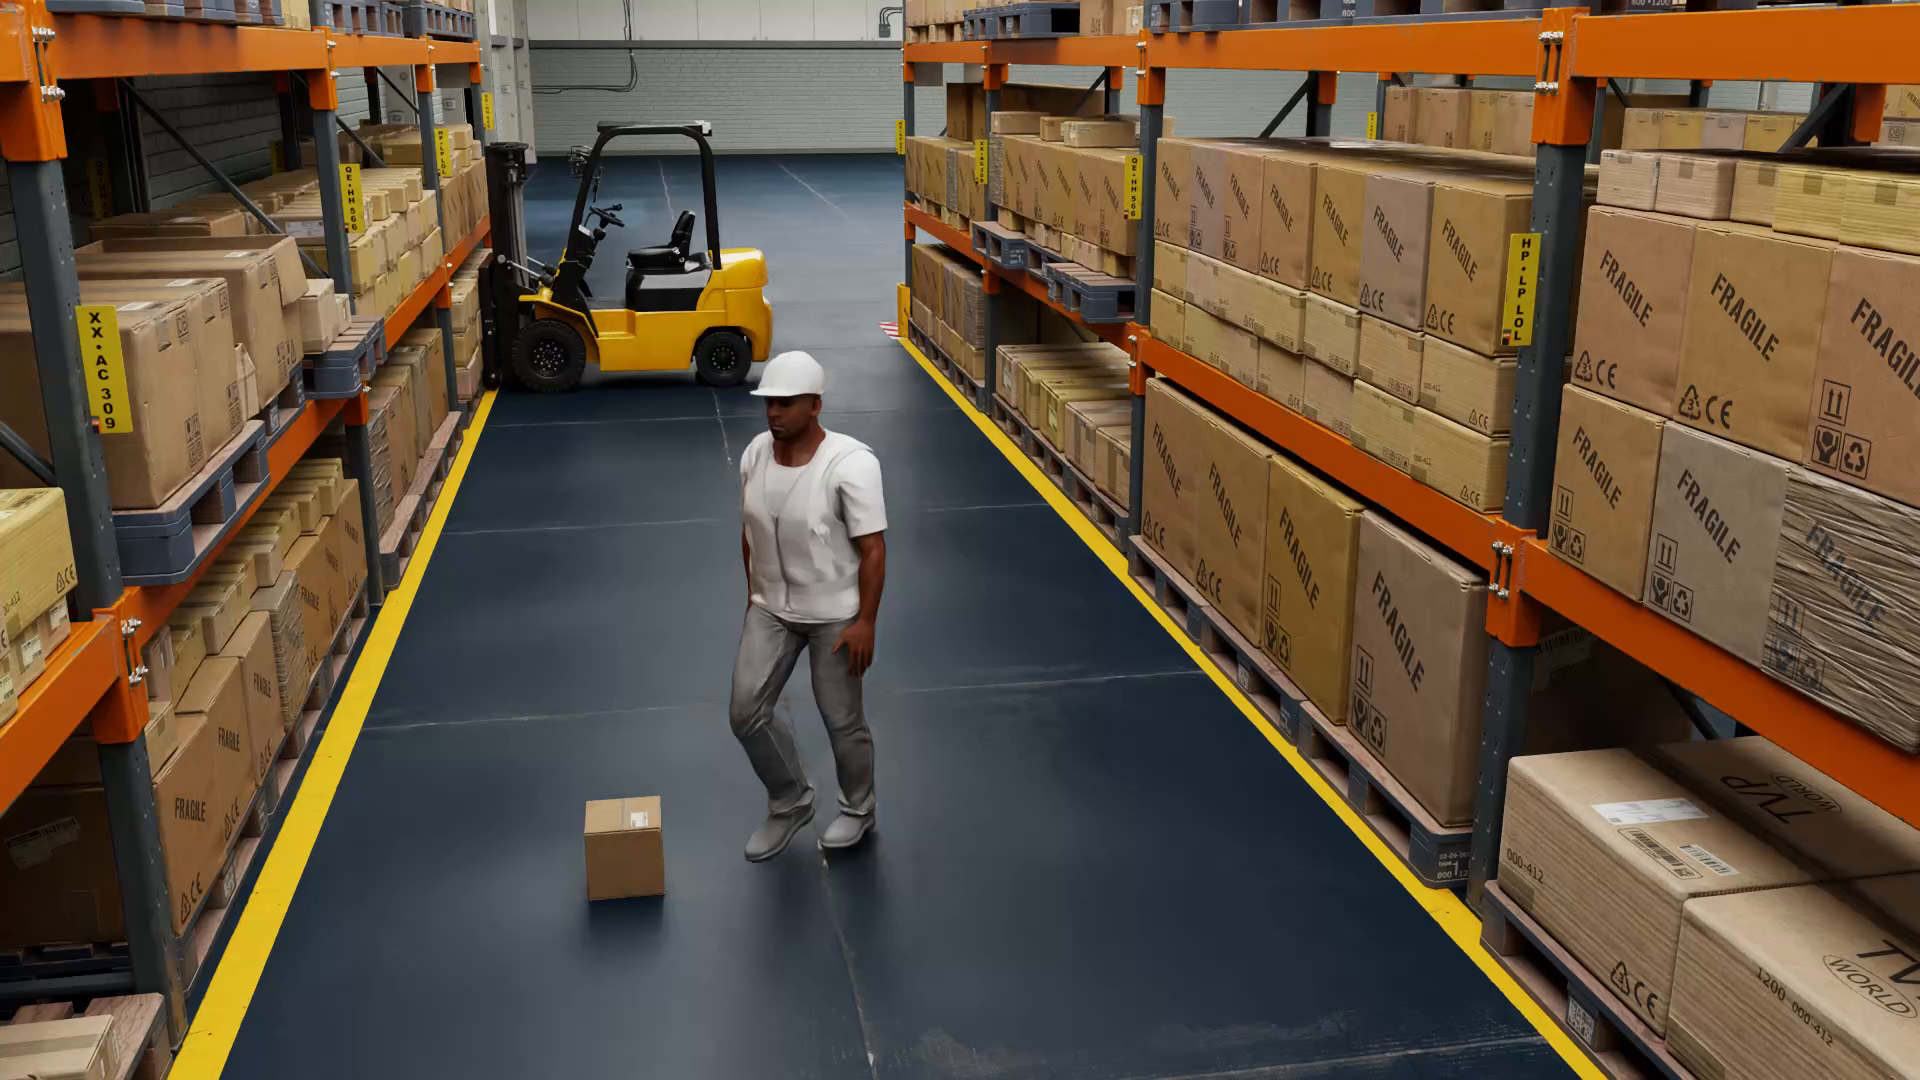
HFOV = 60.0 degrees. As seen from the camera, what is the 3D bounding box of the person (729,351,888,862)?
[{"bbox_3d":[-0.512,0.242,5.633,0.596,1.777,0.513,7,18,23],"label":"person"}]
